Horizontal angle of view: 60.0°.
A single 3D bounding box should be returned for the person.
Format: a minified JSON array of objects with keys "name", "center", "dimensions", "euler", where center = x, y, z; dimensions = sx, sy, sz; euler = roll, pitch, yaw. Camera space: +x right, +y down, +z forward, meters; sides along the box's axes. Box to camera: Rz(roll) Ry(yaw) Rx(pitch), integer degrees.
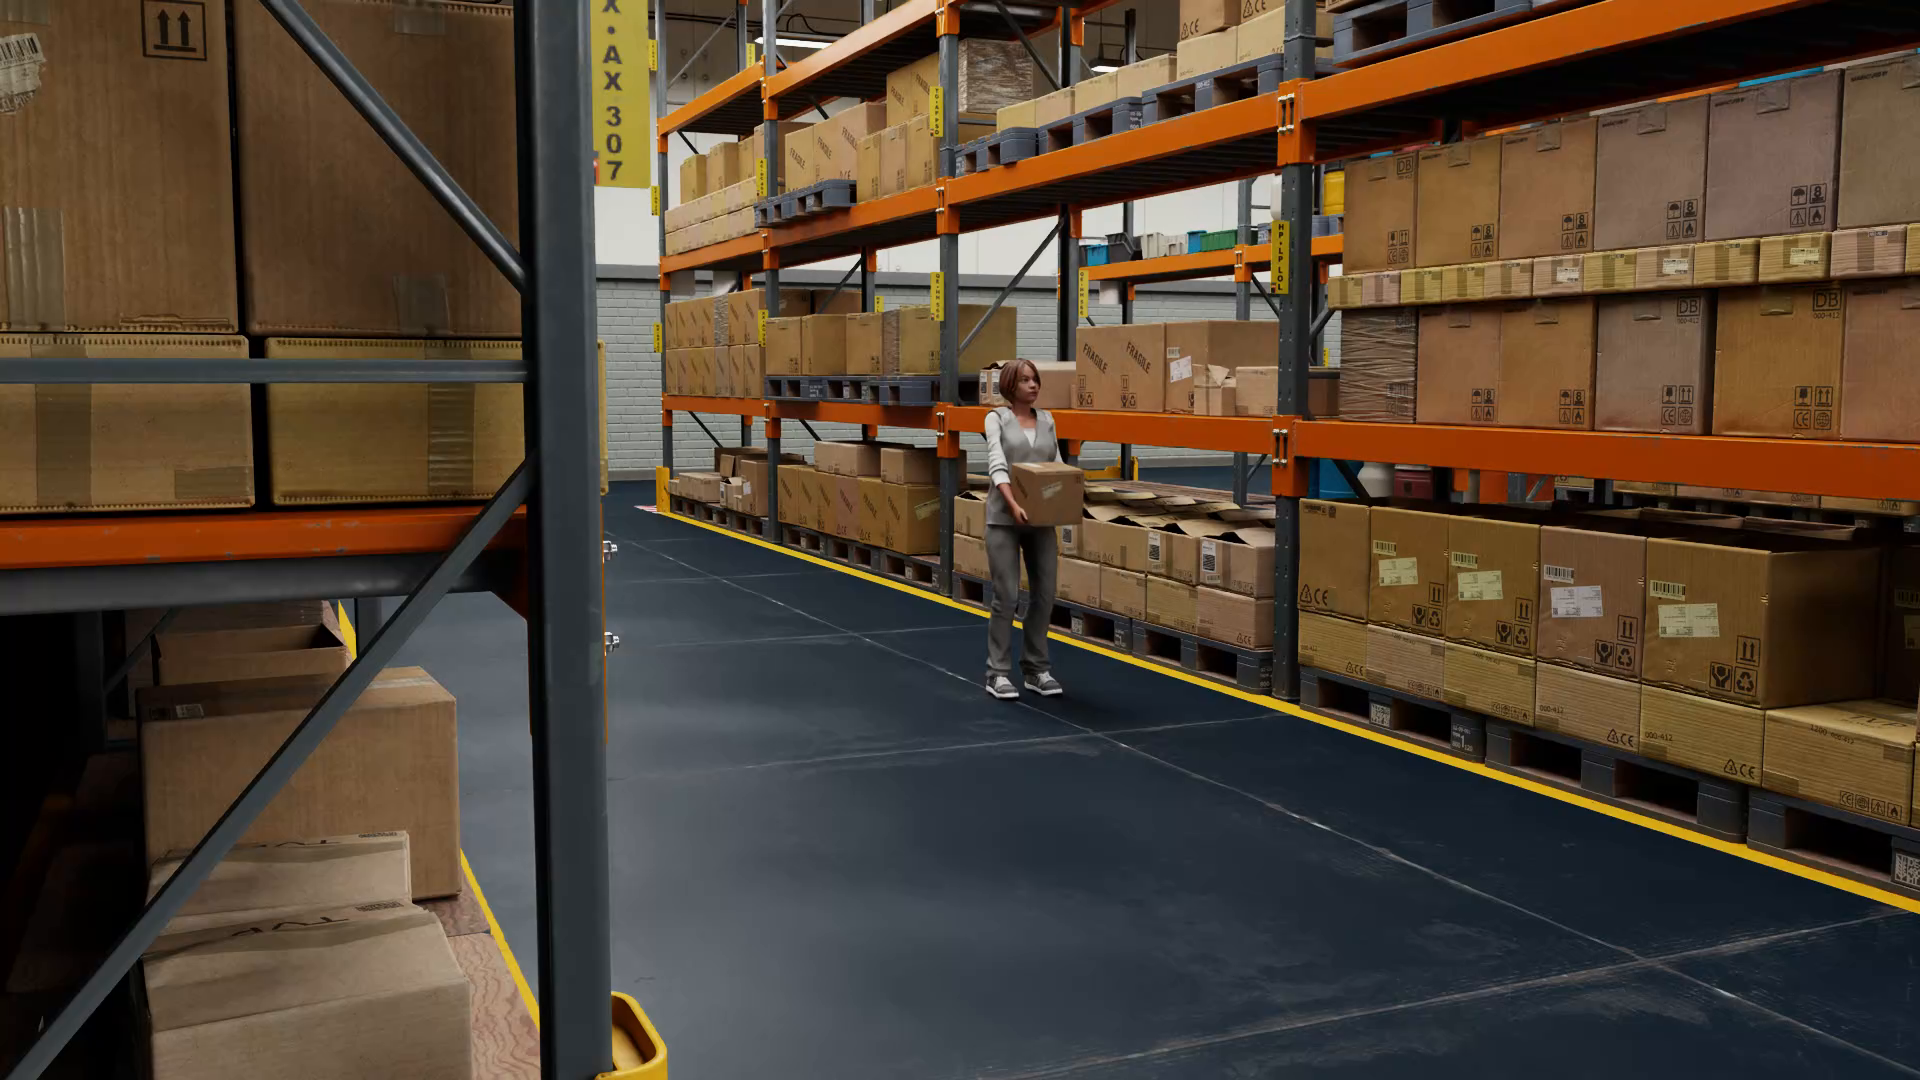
[{"name":"person","center":[0.327,-0.052,7.765],"dimensions":[0.407,1.588,0.491],"euler":[-3,6,-24]}]
